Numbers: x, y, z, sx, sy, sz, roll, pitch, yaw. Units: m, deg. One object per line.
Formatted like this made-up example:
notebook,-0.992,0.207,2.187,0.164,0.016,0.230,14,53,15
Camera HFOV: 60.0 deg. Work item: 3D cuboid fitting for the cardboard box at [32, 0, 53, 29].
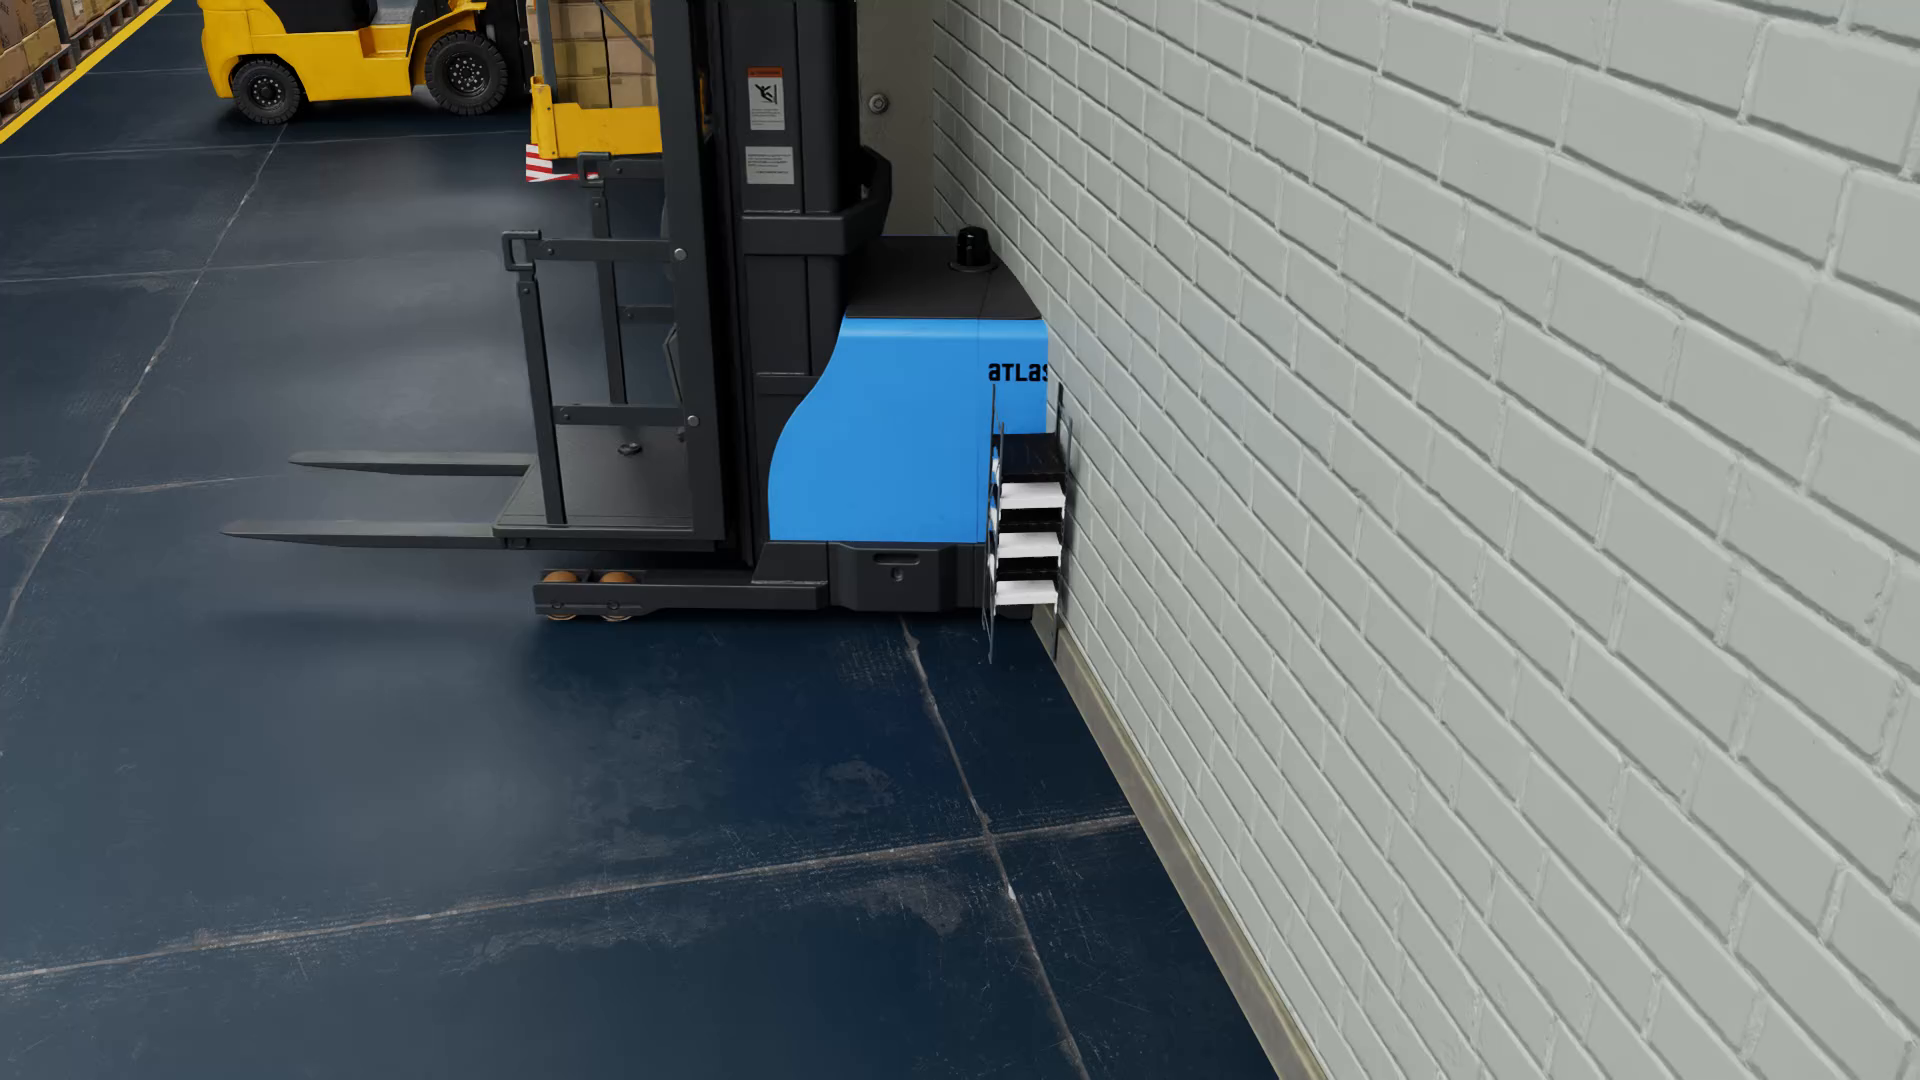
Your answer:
cardboard box,-7.706,-4.413,13.418,0.500,0.500,0.500,-6,27,-12

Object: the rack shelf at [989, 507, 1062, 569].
rack shelf,0.202,-0.014,5.262,0.200,0.077,0.258,-2,34,-6

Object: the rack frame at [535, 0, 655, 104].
rack frame,-2.364,-4.101,11.045,1.000,3.000,0.127,-6,27,-12

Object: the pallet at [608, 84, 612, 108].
pallet,-2.577,-3.187,12.330,1.003,0.211,1.213,-6,27,-12

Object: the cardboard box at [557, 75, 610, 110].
cardboard box,-2.778,-3.235,11.915,0.500,0.250,0.500,-6,27,-11

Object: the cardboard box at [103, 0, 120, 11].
cardboard box,-8.545,-5.216,15.705,0.950,0.372,0.625,-5,27,-10

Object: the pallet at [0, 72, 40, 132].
pallet,-7.637,-3.278,12.511,1.003,0.211,1.213,-6,27,-12

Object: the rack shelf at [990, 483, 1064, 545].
rack shelf,0.205,-0.089,5.212,0.200,0.077,0.258,-2,34,-6

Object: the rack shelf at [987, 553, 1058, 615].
rack shelf,0.196,0.136,5.362,0.200,0.077,0.258,-2,34,-6

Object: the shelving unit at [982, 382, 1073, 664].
shelving unit,0.203,-0.042,5.244,0.210,0.900,0.258,-2,34,-6

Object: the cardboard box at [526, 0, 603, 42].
cardboard box,-2.772,-3.677,11.683,0.500,0.250,0.500,-5,27,-10

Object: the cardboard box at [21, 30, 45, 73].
cardboard box,-7.576,-3.846,13.126,0.500,0.250,0.500,-7,28,-13

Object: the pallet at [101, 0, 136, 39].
pallet,-8.556,-4.984,15.891,1.003,0.211,1.213,-6,27,-12

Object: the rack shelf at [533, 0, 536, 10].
rack shelf,-2.815,-4.657,12.947,1.077,0.370,4.000,-6,27,-12

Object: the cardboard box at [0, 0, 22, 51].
cardboard box,-7.474,-3.966,12.532,0.500,0.500,0.500,-5,27,-9

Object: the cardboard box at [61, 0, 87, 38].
cardboard box,-8.221,-4.595,14.476,0.950,0.372,0.625,-6,27,-11

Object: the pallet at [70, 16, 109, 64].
pallet,-8.278,-4.448,14.828,1.003,0.211,1.213,-6,27,-12

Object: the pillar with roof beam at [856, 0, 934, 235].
pillar with roof beam,-4.485,-4.105,4.396,9.100,9.000,0.400,-6,27,-12

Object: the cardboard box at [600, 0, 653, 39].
cardboard box,-2.288,-3.737,11.801,0.500,0.250,0.500,-6,27,-12

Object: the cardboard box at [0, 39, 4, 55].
cardboard box,-7.345,-3.732,12.069,0.500,0.500,0.500,-5,27,-11

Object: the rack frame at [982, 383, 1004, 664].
rack frame,0.102,-0.039,5.233,0.006,0.900,0.240,-2,34,-6

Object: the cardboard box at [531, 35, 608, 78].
cardboard box,-2.779,-3.466,11.818,0.500,0.250,0.500,-6,27,-12

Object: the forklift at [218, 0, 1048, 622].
forklift,-1.071,-1.267,5.507,3.031,2.935,1.130,1,27,2

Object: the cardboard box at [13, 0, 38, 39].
cardboard box,-7.590,-4.190,12.976,0.500,0.500,0.500,-5,27,-11

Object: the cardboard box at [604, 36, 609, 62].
cardboard box,-2.392,-3.730,12.342,0.500,0.250,0.500,-6,27,-12

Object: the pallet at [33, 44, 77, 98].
pallet,-7.915,-3.815,13.574,1.003,0.211,1.213,-6,27,-12

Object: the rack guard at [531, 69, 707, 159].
rack guard,-2.359,-2.974,11.588,1.175,0.500,0.348,-6,27,-12

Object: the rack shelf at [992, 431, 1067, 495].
rack shelf,0.210,-0.239,5.113,0.200,0.077,0.258,-2,34,-6

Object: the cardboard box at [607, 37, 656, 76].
cardboard box,-2.268,-3.511,11.908,0.500,0.250,0.500,-5,27,-11

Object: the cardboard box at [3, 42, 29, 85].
cardboard box,-7.466,-3.622,12.683,0.500,0.250,0.500,-6,27,-11

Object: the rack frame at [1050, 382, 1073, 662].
rack frame,0.304,-0.045,5.254,0.006,0.900,0.240,-2,34,-6

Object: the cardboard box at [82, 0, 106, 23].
cardboard box,-8.387,-4.911,15.100,0.950,0.372,0.625,-4,27,-8

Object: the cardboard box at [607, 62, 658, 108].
cardboard box,-2.284,-3.296,12.037,0.500,0.250,0.500,-6,27,-11

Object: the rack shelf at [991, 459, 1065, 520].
rack shelf,0.208,-0.164,5.162,0.200,0.077,0.258,-2,34,-6

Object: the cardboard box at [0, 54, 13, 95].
cardboard box,-7.355,-3.400,12.243,0.500,0.250,0.500,-4,27,-8

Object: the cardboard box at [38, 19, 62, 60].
cardboard box,-7.706,-4.079,13.587,0.500,0.250,0.500,-5,27,-9

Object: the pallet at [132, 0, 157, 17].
pallet,-8.828,-5.519,16.950,1.003,0.211,1.213,-6,27,-12

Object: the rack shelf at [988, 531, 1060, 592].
rack shelf,0.199,0.061,5.312,0.200,0.077,0.258,-2,34,-6

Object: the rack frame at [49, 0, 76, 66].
rack frame,-8.101,-5.351,13.522,1.000,3.000,0.127,-6,27,-12

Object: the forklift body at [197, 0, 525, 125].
forklift body,-4.569,-4.369,12.519,2.313,2.155,1.214,-6,27,-12
